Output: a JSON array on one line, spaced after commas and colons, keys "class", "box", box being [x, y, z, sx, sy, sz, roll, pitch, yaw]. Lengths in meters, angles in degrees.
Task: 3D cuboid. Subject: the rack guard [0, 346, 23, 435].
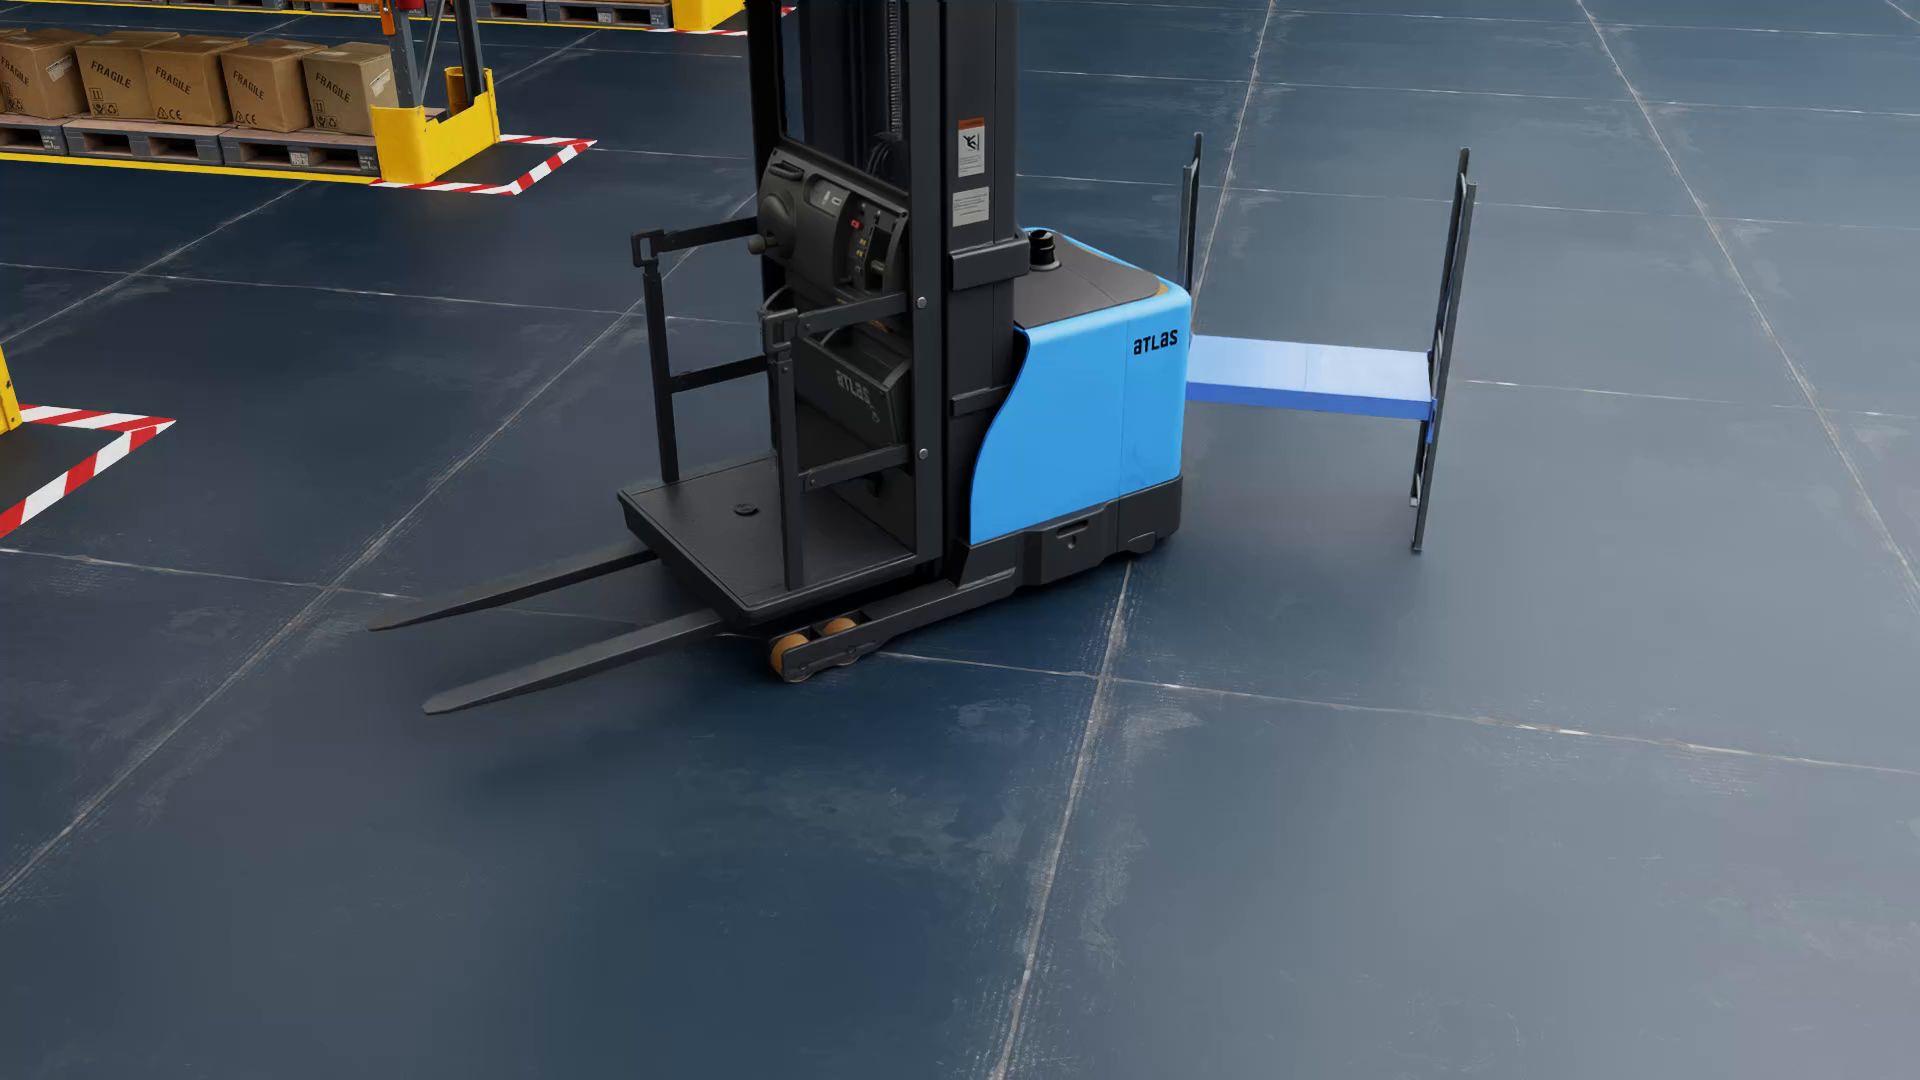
[{"class": "rack guard", "box": [-4.646, -0.526, 7.191, 0.348, 0.500, 1.175, 6, 29, 11]}]

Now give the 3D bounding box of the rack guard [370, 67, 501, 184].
[{"class": "rack guard", "box": [-3.602, -2.874, 11.480, 0.348, 0.500, 1.175, 6, 29, 11]}]

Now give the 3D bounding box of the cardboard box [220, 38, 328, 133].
[{"class": "cardboard box", "box": [-4.727, -3.165, 11.574, 0.500, 0.500, 0.500, 14, 32, 24]}]

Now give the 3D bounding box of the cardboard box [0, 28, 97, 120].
[{"class": "cardboard box", "box": [-6.495, -3.339, 11.892, 0.500, 0.500, 0.500, 16, 32, 26]}]

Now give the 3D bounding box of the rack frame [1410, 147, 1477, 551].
[{"class": "rack frame", "box": [1.887, -0.732, 6.525, 0.032, 1.500, 0.500, 6, 29, 11]}]

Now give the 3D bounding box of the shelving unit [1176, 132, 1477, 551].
[{"class": "shelving unit", "box": [1.390, -0.783, 6.618, 1.048, 1.500, 0.538, 6, 29, 11]}]

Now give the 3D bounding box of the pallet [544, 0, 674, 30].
[{"class": "pallet", "box": [-3.191, -5.103, 15.851, 1.213, 0.211, 1.003, 6, 29, 11]}]

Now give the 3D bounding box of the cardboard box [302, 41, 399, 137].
[{"class": "cardboard box", "box": [-4.135, -3.121, 11.494, 0.500, 0.500, 0.500, 11, 31, 20]}]

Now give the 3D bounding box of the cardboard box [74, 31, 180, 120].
[{"class": "cardboard box", "box": [-5.871, -3.314, 11.845, 0.500, 0.500, 0.500, 3, 29, 6]}]

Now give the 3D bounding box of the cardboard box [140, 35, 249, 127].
[{"class": "cardboard box", "box": [-5.335, -3.237, 11.705, 0.500, 0.500, 0.500, 9, 30, 15]}]

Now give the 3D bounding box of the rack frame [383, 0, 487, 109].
[{"class": "rack frame", "box": [-3.528, -3.963, 10.866, 0.127, 3.000, 1.000, 6, 29, 11]}]

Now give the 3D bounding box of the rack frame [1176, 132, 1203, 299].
[{"class": "rack frame", "box": [0.893, -0.834, 6.712, 0.032, 1.500, 0.500, 6, 29, 11]}]

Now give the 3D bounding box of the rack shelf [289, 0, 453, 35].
[{"class": "rack shelf", "box": [-5.484, -3.848, 11.405, 4.000, 0.370, 1.077, 6, 29, 11]}]

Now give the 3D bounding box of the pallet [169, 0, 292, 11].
[{"class": "pallet", "box": [-7.075, -5.502, 16.581, 1.213, 0.211, 1.003, 6, 29, 11]}]

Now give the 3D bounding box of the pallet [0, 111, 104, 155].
[{"class": "pallet", "box": [-6.775, -3.090, 12.175, 1.213, 0.211, 1.003, 6, 29, 11]}]

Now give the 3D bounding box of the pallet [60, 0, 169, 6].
[{"class": "pallet", "box": [-8.272, -5.624, 16.802, 1.213, 0.211, 1.003, 6, 29, 11]}]

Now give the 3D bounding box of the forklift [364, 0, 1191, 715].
[{"class": "forklift", "box": [-0.623, -1.075, 5.662, 3.031, 2.935, 1.130, -18, 33, -29]}]

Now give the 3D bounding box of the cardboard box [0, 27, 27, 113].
[{"class": "cardboard box", "box": [-7.057, -3.393, 11.990, 0.500, 0.500, 0.500, 5, 29, 9]}]

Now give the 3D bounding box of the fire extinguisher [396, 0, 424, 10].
[{"class": "fire extinguisher", "box": [-3.512, -3.701, 10.468, 0.183, 0.674, 0.296, 6, 29, 11]}]

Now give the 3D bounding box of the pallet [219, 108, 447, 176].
[{"class": "pallet", "box": [-4.389, -2.846, 11.728, 1.213, 0.211, 1.003, 6, 29, 11]}]

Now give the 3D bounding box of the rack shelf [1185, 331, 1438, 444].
[{"class": "rack shelf", "box": [1.390, -0.625, 6.705, 1.000, 0.185, 0.538, 6, 29, 11]}]

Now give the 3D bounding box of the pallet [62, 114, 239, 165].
[{"class": "pallet", "box": [-5.579, -2.969, 11.954, 1.213, 0.211, 1.003, 6, 29, 11]}]

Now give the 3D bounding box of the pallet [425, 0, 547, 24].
[{"class": "pallet", "box": [-4.381, -5.226, 16.076, 1.213, 0.211, 1.003, 6, 29, 11]}]

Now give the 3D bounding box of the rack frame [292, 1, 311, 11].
[{"class": "rack frame", "box": [-6.305, -6.684, 15.834, 0.127, 3.000, 1.000, 6, 29, 11]}]

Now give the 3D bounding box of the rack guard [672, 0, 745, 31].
[{"class": "rack guard", "box": [-2.370, -5.184, 15.698, 0.348, 0.500, 1.175, 6, 29, 11]}]

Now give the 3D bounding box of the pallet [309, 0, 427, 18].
[{"class": "pallet", "box": [-5.578, -5.347, 16.298, 1.213, 0.211, 1.003, 6, 29, 11]}]

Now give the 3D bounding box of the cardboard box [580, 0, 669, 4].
[{"class": "cardboard box", "box": [-3.070, -5.572, 15.579, 0.875, 0.875, 0.875, 6, 29, 11]}]
